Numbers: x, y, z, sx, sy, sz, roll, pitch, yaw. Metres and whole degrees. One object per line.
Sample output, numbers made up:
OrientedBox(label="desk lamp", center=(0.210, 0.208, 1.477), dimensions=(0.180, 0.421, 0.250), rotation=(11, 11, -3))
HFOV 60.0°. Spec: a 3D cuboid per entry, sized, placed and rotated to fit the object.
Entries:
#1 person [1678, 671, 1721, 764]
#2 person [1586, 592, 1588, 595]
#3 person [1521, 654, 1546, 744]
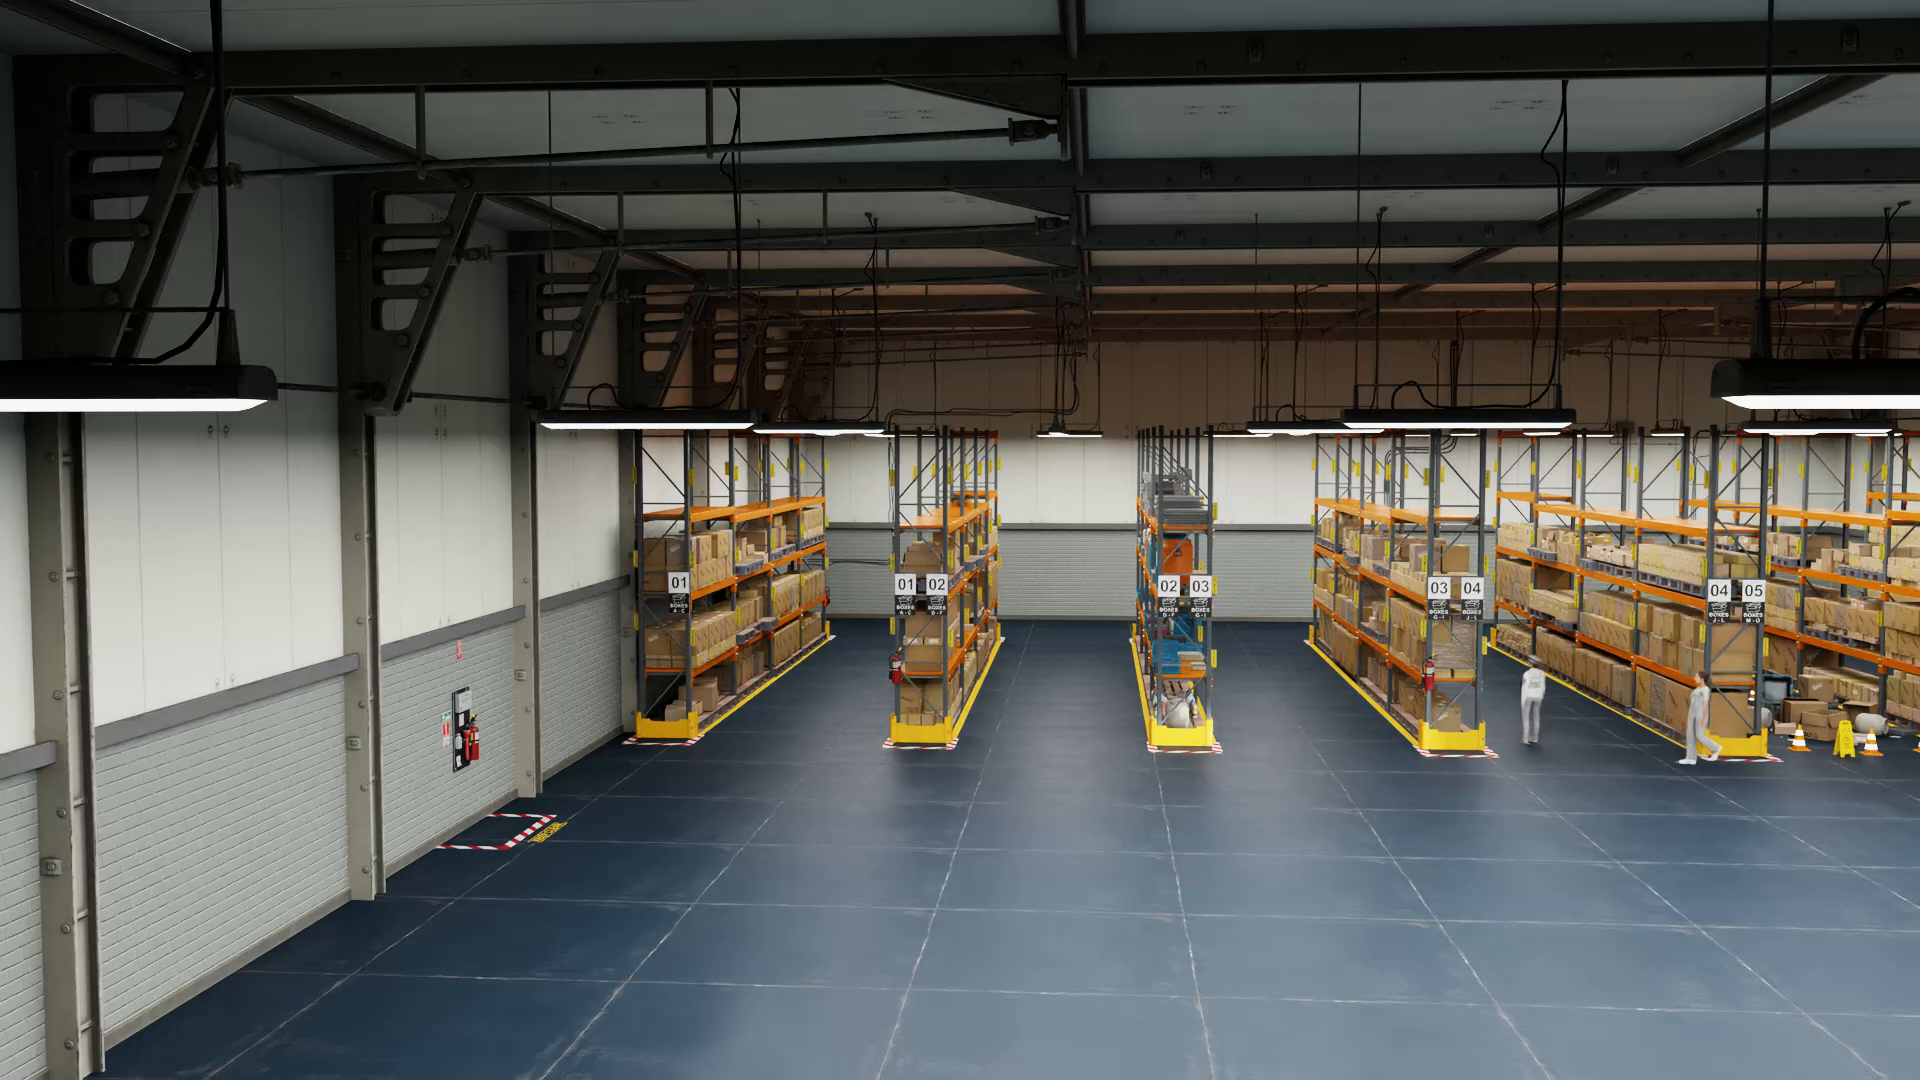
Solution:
OrientedBox(label="person", center=(13.050, 3.126, 29.271), dimensions=(0.692, 1.656, 0.440), rotation=(-1, 4, -20))
OrientedBox(label="person", center=(16.769, 2.220, 44.509), dimensions=(0.447, 1.685, 0.538), rotation=(2, 4, 33))
OrientedBox(label="person", center=(10.810, 2.999, 31.376), dimensions=(0.461, 1.691, 0.540), rotation=(1, 3, 9))
